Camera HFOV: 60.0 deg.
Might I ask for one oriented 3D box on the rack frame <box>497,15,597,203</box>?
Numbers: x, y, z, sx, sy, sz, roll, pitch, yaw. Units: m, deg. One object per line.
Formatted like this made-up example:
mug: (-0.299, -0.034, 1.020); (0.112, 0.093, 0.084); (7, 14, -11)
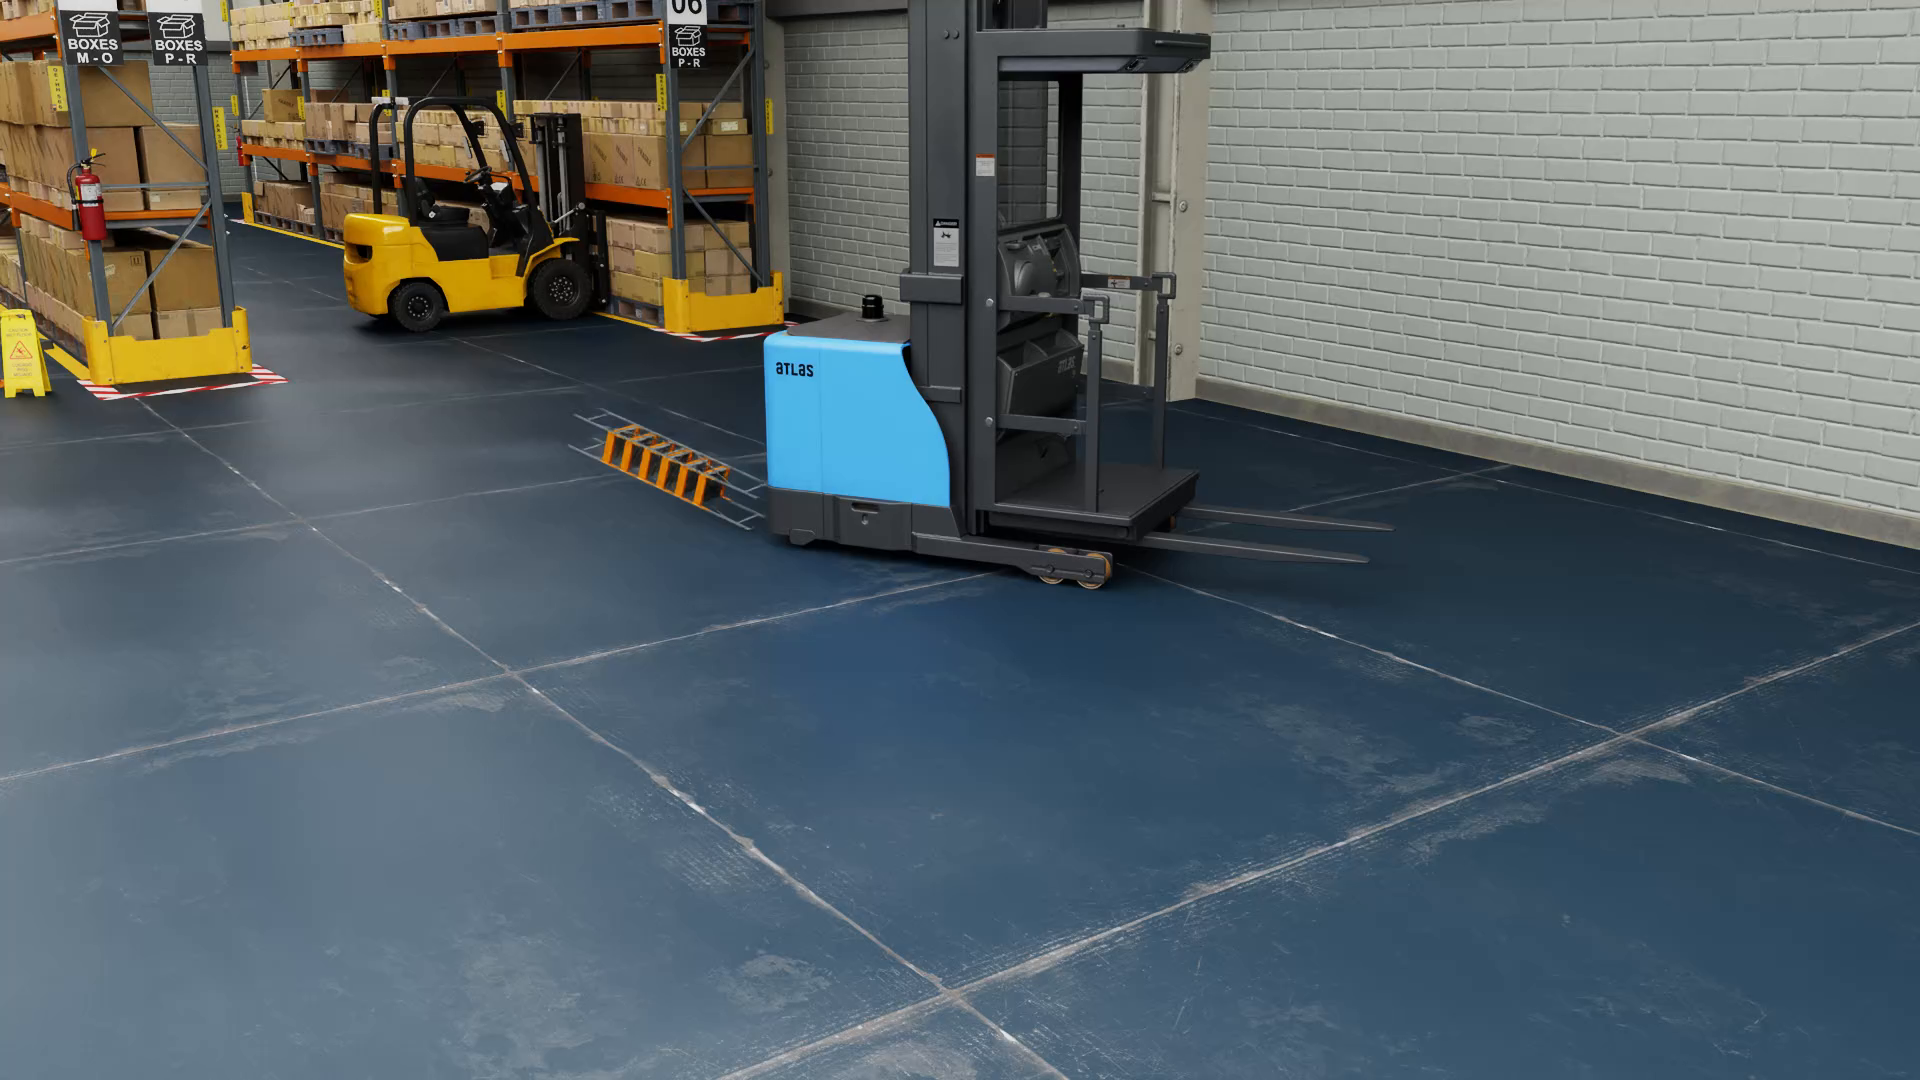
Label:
rack frame: (-4.648, -4.384, 18.911); (1.000, 3.000, 0.127); (-11, 19, -35)

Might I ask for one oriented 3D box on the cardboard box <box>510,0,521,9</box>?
cardboard box: (-4.630, -5.817, 17.957); (0.380, 0.149, 0.250); (-10, 18, -33)

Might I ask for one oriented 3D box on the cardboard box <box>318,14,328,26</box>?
cardboard box: (-8.754, -7.270, 23.264); (0.380, 0.149, 0.250); (-10, 18, -33)

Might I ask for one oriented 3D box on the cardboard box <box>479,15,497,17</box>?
cardboard box: (-5.687, -6.380, 19.980); (0.380, 0.166, 0.250); (-11, 19, -35)

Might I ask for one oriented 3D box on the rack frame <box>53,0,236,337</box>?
rack frame: (-6.309, -2.758, 12.972); (1.000, 3.000, 0.127); (-11, 19, -35)

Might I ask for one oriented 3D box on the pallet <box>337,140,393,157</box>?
pallet: (-8.147, -5.560, 23.572); (1.003, 0.211, 1.213); (-11, 19, -35)

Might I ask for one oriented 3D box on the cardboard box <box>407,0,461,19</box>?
cardboard box: (-6.394, -6.699, 20.514); (0.700, 0.500, 0.500); (-11, 19, -36)

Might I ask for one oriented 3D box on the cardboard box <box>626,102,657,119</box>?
cardboard box: (-3.023, -4.178, 16.176); (0.380, 0.149, 0.250); (-10, 18, -33)

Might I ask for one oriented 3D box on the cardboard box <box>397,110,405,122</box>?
cardboard box: (-7.051, -5.485, 21.517); (0.380, 0.149, 0.250); (-10, 18, -33)

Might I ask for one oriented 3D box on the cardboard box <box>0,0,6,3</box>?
cardboard box: (-8.029, -4.776, 14.384); (0.500, 0.250, 0.500); (-11, 19, -34)

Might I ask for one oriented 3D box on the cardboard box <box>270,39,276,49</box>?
cardboard box: (-10.522, -7.728, 25.922); (0.380, 0.149, 0.250); (-11, 19, -34)

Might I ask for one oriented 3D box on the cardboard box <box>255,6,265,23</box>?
cardboard box: (-10.748, -8.248, 26.120); (0.500, 0.250, 0.500); (-10, 18, -33)

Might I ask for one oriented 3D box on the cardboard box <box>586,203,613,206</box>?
cardboard box: (-4.203, -3.667, 18.812); (0.500, 0.250, 0.500); (-10, 18, -33)

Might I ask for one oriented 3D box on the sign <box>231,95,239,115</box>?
sign: (-12.143, -7.280, 27.851); (0.100, 0.325, 0.005); (-11, 19, -35)

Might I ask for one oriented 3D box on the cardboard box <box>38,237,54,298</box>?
cardboard box: (-7.905, -2.459, 14.872); (0.500, 0.500, 0.500); (-10, 18, -32)

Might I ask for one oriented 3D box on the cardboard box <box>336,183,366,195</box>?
cardboard box: (-8.971, -5.184, 24.545); (0.380, 0.149, 0.250); (-12, 19, -37)

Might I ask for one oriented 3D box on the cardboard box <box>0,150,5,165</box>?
cardboard box: (-9.187, -3.761, 16.316); (0.380, 0.149, 0.250); (-11, 19, -34)

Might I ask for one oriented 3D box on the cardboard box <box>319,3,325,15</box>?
cardboard box: (-8.718, -7.416, 23.234); (0.380, 0.149, 0.250); (-11, 19, -34)

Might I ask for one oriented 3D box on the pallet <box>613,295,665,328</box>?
pallet: (-2.780, -2.342, 16.731); (1.003, 0.211, 1.213); (-11, 19, -35)

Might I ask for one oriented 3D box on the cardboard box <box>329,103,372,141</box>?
cardboard box: (-8.483, -5.927, 23.563); (0.700, 0.500, 0.500); (-11, 19, -35)

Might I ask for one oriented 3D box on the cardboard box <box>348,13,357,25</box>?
cardboard box: (-8.139, -7.122, 22.762); (0.380, 0.149, 0.250); (-10, 18, -33)

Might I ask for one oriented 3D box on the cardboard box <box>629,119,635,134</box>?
cardboard box: (-3.004, -4.036, 16.223); (0.380, 0.149, 0.250); (-10, 18, -34)

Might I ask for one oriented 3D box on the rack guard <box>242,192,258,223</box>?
rack guard: (-11.659, -5.724, 28.544); (1.175, 0.500, 0.348); (-11, 19, -35)

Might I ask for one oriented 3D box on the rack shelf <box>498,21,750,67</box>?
rack shelf: (-3.472, -5.057, 17.050); (1.077, 0.370, 4.000); (-11, 19, -35)

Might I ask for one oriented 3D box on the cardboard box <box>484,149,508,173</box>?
cardboard box: (-5.156, -4.378, 19.176); (0.500, 0.250, 0.500); (-10, 18, -33)

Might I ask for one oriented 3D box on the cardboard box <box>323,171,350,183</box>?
cardboard box: (-9.307, -5.437, 24.906); (0.380, 0.149, 0.250); (-11, 19, -35)

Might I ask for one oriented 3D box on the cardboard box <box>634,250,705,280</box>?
cardboard box: (-2.836, -2.703, 16.234); (0.500, 0.250, 0.500); (-11, 19, -35)

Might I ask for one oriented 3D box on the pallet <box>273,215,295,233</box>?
pallet: (-10.477, -5.155, 27.010); (1.003, 0.211, 1.213); (-11, 19, -35)

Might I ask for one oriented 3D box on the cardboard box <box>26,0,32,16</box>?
cardboard box: (-7.476, -4.395, 13.744); (0.380, 0.149, 0.250); (-11, 19, -36)

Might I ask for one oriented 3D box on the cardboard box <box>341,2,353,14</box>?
cardboard box: (-8.205, -7.253, 22.676); (0.380, 0.149, 0.250); (-11, 19, -34)

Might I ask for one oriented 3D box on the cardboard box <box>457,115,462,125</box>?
cardboard box: (-5.804, -5.052, 19.933); (0.380, 0.149, 0.250); (-11, 19, -34)

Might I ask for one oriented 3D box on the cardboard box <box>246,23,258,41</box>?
cardboard box: (-11.058, -8.110, 26.565); (0.500, 0.250, 0.500); (-12, 19, -36)

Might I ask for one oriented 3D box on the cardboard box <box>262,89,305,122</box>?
cardboard box: (-10.773, -6.920, 26.478); (0.500, 0.500, 0.500); (-10, 18, -33)

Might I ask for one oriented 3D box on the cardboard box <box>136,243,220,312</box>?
cardboard box: (-6.574, -2.217, 13.985); (0.500, 0.500, 0.500); (-12, 19, -36)

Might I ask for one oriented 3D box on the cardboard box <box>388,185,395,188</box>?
cardboard box: (-8.107, -5.098, 24.232); (0.380, 0.149, 0.250); (-11, 19, -34)

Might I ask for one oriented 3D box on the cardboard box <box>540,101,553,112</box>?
cardboard box: (-4.249, -4.608, 17.750); (0.380, 0.149, 0.250); (-10, 18, -33)

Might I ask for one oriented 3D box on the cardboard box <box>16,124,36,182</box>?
cardboard box: (-8.029, -3.454, 14.762); (0.500, 0.500, 0.500); (-11, 19, -35)

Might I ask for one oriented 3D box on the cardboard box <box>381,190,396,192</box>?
cardboard box: (-7.800, -4.730, 22.888); (0.380, 0.149, 0.250); (-12, 19, -36)

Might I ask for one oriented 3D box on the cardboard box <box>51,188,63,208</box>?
cardboard box: (-7.250, -2.829, 13.707); (0.380, 0.149, 0.250); (-10, 18, -34)

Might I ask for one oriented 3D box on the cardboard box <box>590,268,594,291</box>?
cardboard box: (-3.723, -2.781, 17.466); (0.500, 0.250, 0.500); (-10, 18, -33)

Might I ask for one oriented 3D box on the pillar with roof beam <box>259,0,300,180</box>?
pillar with roof beam: (-16.043, -9.887, 27.655); (9.100, 9.000, 0.400); (-11, 19, -35)

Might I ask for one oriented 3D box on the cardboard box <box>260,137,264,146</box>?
cardboard box: (-11.264, -6.551, 27.305); (0.380, 0.149, 0.250); (-10, 18, -33)

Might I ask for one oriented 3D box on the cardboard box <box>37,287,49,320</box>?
cardboard box: (-8.210, -2.209, 15.377); (0.500, 0.250, 0.500); (-10, 18, -31)

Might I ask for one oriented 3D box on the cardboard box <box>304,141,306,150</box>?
cardboard box: (-9.744, -6.000, 25.291); (0.380, 0.149, 0.250); (-11, 19, -34)

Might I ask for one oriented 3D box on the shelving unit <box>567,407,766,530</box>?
shelving unit: (-1.556, -0.394, 8.992); (1.200, 0.189, 0.258); (24, 23, 18)

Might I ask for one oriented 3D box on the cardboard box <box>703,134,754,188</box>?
cardboard box: (-2.363, -3.727, 16.321); (0.500, 0.500, 0.500); (-10, 18, -33)

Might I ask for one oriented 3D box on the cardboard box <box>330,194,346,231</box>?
cardboard box: (-8.929, -4.839, 24.512); (0.500, 0.500, 0.500); (-11, 19, -35)

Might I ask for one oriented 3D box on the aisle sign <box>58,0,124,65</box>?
aisle sign: (-6.507, -3.954, 12.416); (0.394, 0.787, 0.004); (-11, 19, -35)

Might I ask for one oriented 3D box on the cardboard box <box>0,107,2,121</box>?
cardboard box: (-8.295, -4.046, 15.031); (0.700, 0.500, 0.500); (-11, 19, -34)

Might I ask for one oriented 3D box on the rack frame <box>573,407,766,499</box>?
rack frame: (-1.532, -0.476, 8.958); (1.200, 0.006, 0.240); (24, 23, 18)

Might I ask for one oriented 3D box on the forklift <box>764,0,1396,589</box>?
forklift: (0.571, -1.345, 7.938); (3.031, 2.935, 1.130); (7, 17, 24)
